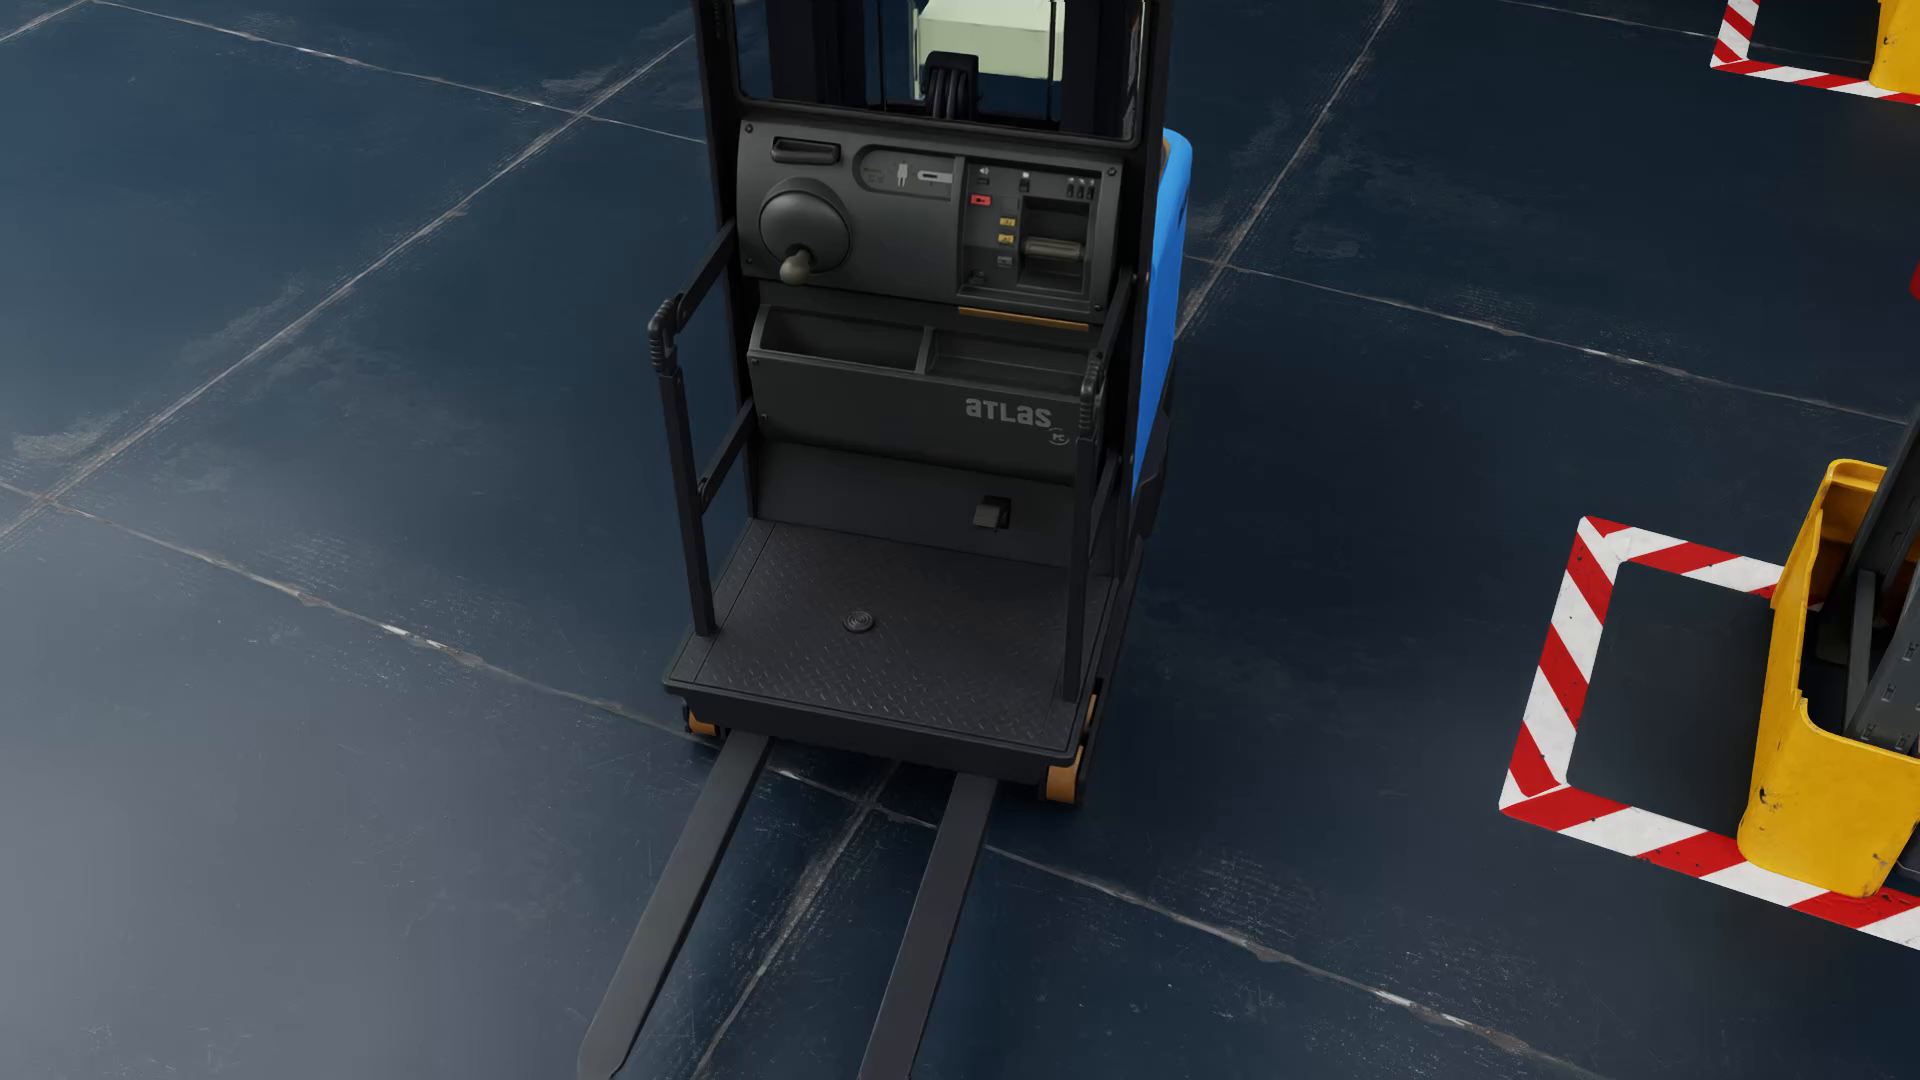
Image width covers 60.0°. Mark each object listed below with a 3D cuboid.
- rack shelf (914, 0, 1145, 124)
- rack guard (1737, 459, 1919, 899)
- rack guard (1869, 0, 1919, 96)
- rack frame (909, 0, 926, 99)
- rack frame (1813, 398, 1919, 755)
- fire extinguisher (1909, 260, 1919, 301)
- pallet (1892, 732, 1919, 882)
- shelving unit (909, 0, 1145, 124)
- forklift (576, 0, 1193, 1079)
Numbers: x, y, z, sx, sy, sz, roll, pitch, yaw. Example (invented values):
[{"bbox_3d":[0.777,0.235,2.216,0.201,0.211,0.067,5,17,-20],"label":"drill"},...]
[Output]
[{"bbox_3d":[0.256,-1.566,5.316,0.720,0.370,0.431,9,42,11],"label":"rack shelf"},{"bbox_3d":[2.405,0.337,4.479,0.348,0.500,1.175,17,44,19],"label":"rack guard"},{"bbox_3d":[4.587,-2.576,7.841,0.348,0.500,1.175,17,44,19],"label":"rack guard"},{"bbox_3d":[-0.099,-1.329,5.639,0.023,1.500,0.400,9,42,11],"label":"rack frame"},{"bbox_3d":[2.427,-0.601,3.653,0.127,3.000,1.000,17,44,19],"label":"rack frame"},{"bbox_3d":[2.516,-0.880,4.034,0.183,0.674,0.296,17,44,19],"label":"fire extinguisher"},{"bbox_3d":[3.138,0.640,4.350,1.213,0.211,1.003,17,44,19],"label":"pallet"},{"bbox_3d":[0.256,-1.271,5.572,0.755,1.500,0.431,9,42,11],"label":"shelving unit"},{"bbox_3d":[-0.133,-0.687,3.805,1.130,2.935,3.031,9,42,11],"label":"forklift"}]
